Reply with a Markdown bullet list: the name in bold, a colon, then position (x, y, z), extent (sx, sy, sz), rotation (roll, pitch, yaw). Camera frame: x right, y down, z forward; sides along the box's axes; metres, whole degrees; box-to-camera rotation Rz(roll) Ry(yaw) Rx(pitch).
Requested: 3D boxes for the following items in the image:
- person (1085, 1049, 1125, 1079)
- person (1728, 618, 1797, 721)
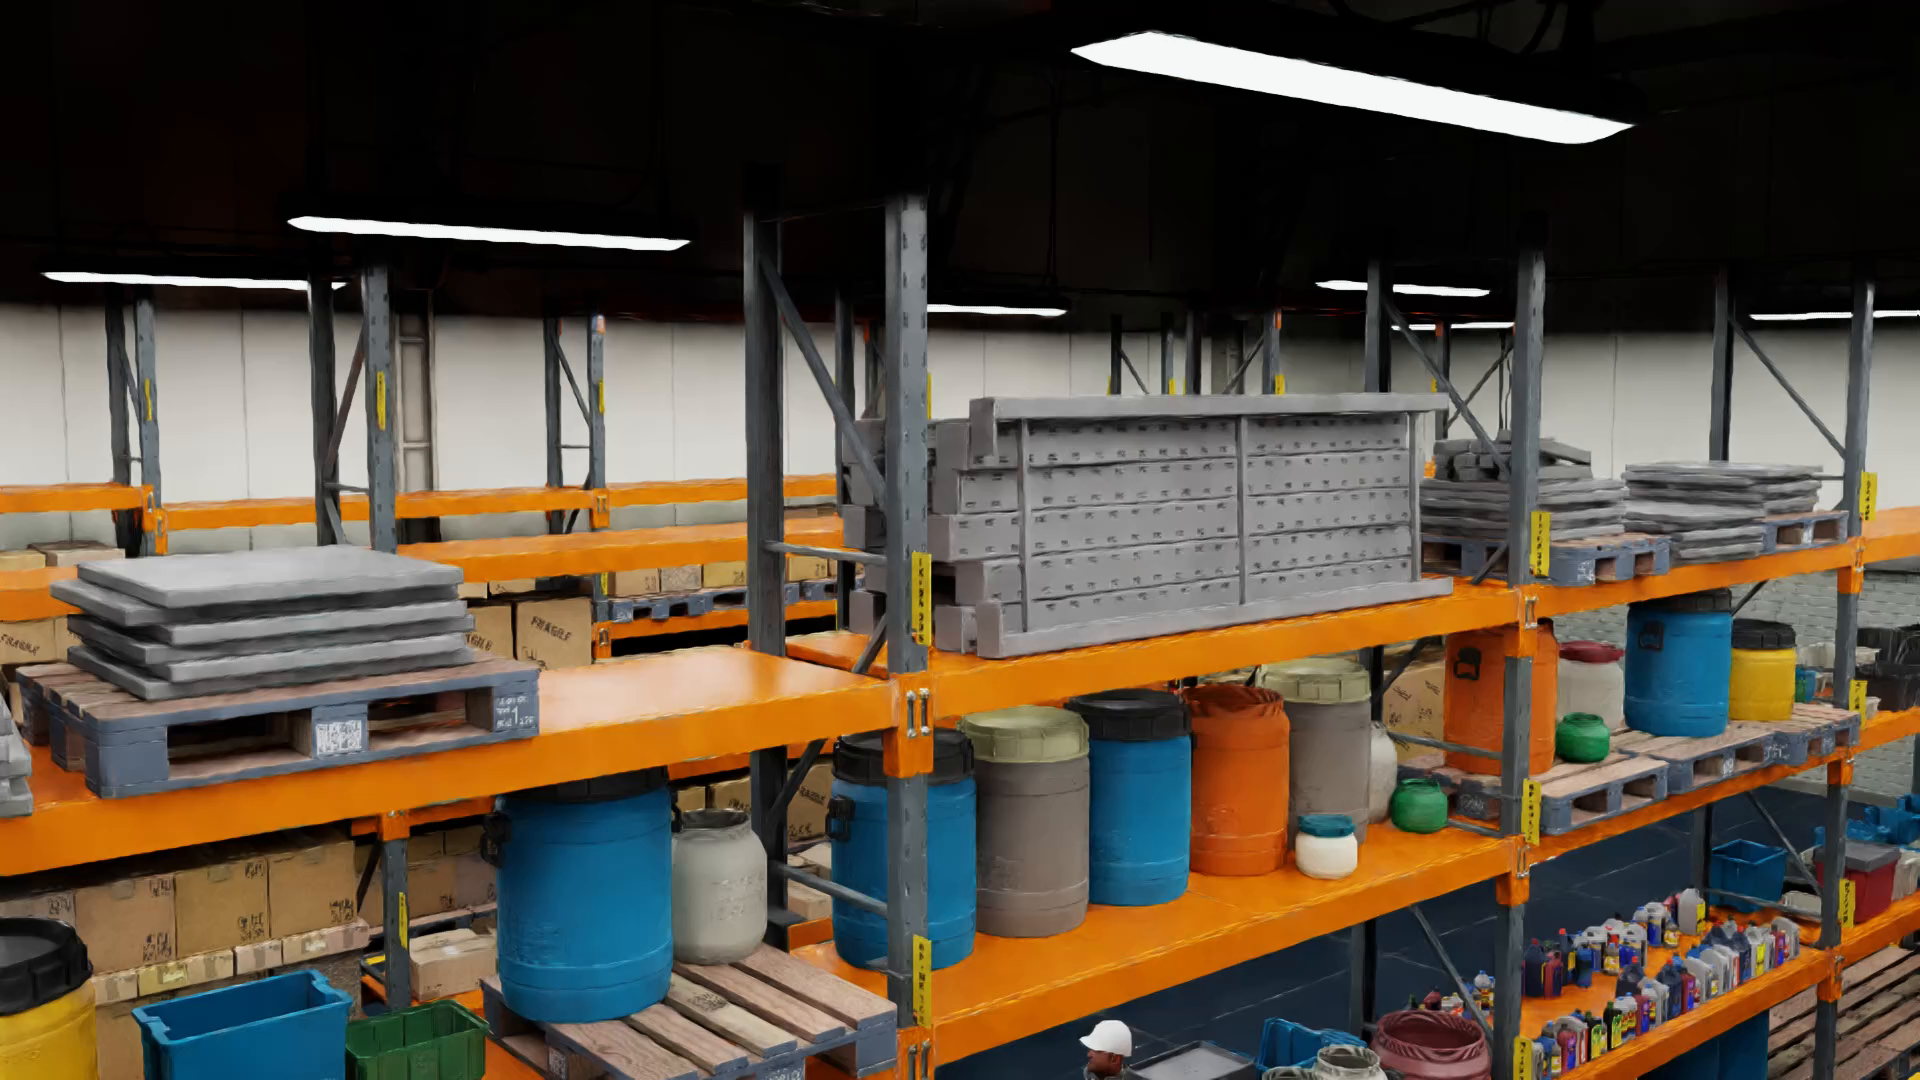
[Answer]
- **person**: position (0.823, 3.463, 9.025), extent (1.032, 1.664, 0.538), rotation (-3, 6, -31)
- **person**: position (7.622, 2.802, 2.218), extent (3.121, 2.878, 18.803), rotation (-1, 6, -9)
